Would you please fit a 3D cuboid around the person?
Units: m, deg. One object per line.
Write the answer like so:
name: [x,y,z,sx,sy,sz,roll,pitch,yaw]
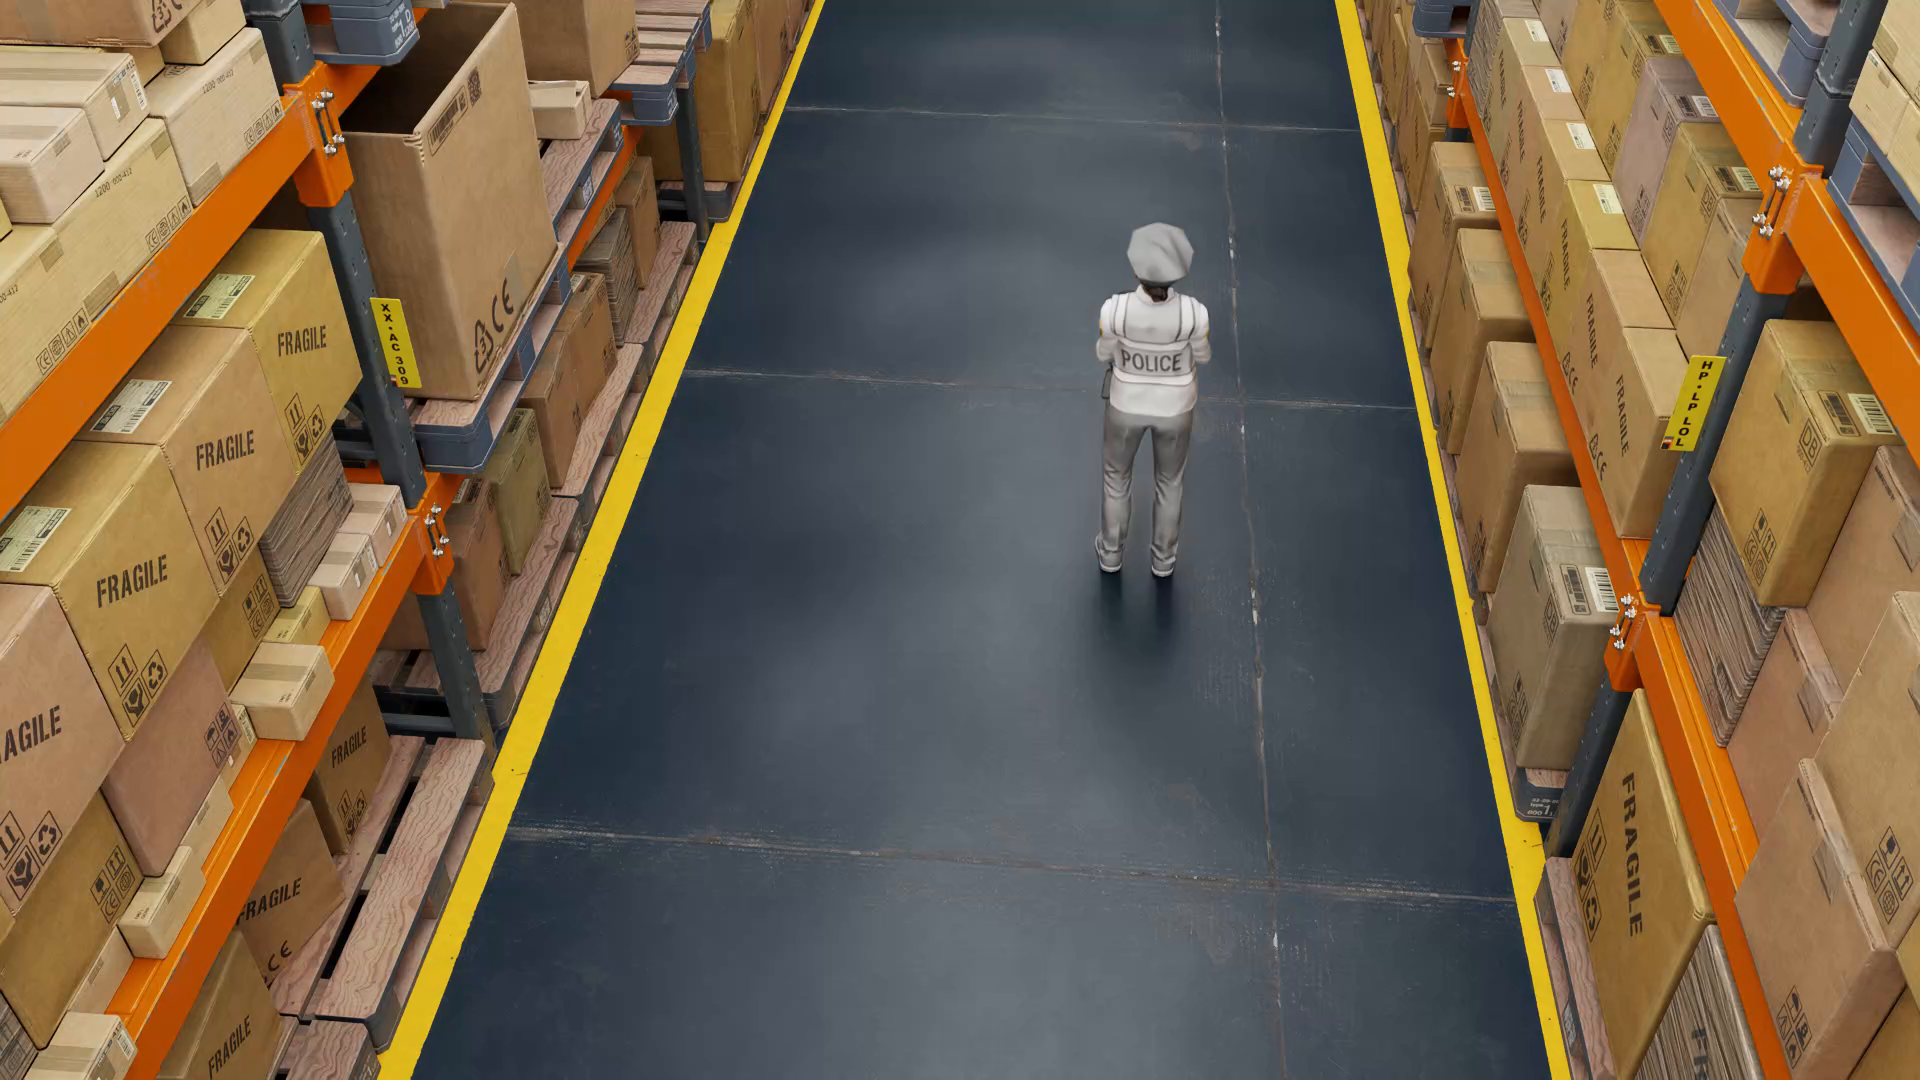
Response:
person: [0.776,-0.595,6.838,0.460,1.686,0.564,3,40,4]
